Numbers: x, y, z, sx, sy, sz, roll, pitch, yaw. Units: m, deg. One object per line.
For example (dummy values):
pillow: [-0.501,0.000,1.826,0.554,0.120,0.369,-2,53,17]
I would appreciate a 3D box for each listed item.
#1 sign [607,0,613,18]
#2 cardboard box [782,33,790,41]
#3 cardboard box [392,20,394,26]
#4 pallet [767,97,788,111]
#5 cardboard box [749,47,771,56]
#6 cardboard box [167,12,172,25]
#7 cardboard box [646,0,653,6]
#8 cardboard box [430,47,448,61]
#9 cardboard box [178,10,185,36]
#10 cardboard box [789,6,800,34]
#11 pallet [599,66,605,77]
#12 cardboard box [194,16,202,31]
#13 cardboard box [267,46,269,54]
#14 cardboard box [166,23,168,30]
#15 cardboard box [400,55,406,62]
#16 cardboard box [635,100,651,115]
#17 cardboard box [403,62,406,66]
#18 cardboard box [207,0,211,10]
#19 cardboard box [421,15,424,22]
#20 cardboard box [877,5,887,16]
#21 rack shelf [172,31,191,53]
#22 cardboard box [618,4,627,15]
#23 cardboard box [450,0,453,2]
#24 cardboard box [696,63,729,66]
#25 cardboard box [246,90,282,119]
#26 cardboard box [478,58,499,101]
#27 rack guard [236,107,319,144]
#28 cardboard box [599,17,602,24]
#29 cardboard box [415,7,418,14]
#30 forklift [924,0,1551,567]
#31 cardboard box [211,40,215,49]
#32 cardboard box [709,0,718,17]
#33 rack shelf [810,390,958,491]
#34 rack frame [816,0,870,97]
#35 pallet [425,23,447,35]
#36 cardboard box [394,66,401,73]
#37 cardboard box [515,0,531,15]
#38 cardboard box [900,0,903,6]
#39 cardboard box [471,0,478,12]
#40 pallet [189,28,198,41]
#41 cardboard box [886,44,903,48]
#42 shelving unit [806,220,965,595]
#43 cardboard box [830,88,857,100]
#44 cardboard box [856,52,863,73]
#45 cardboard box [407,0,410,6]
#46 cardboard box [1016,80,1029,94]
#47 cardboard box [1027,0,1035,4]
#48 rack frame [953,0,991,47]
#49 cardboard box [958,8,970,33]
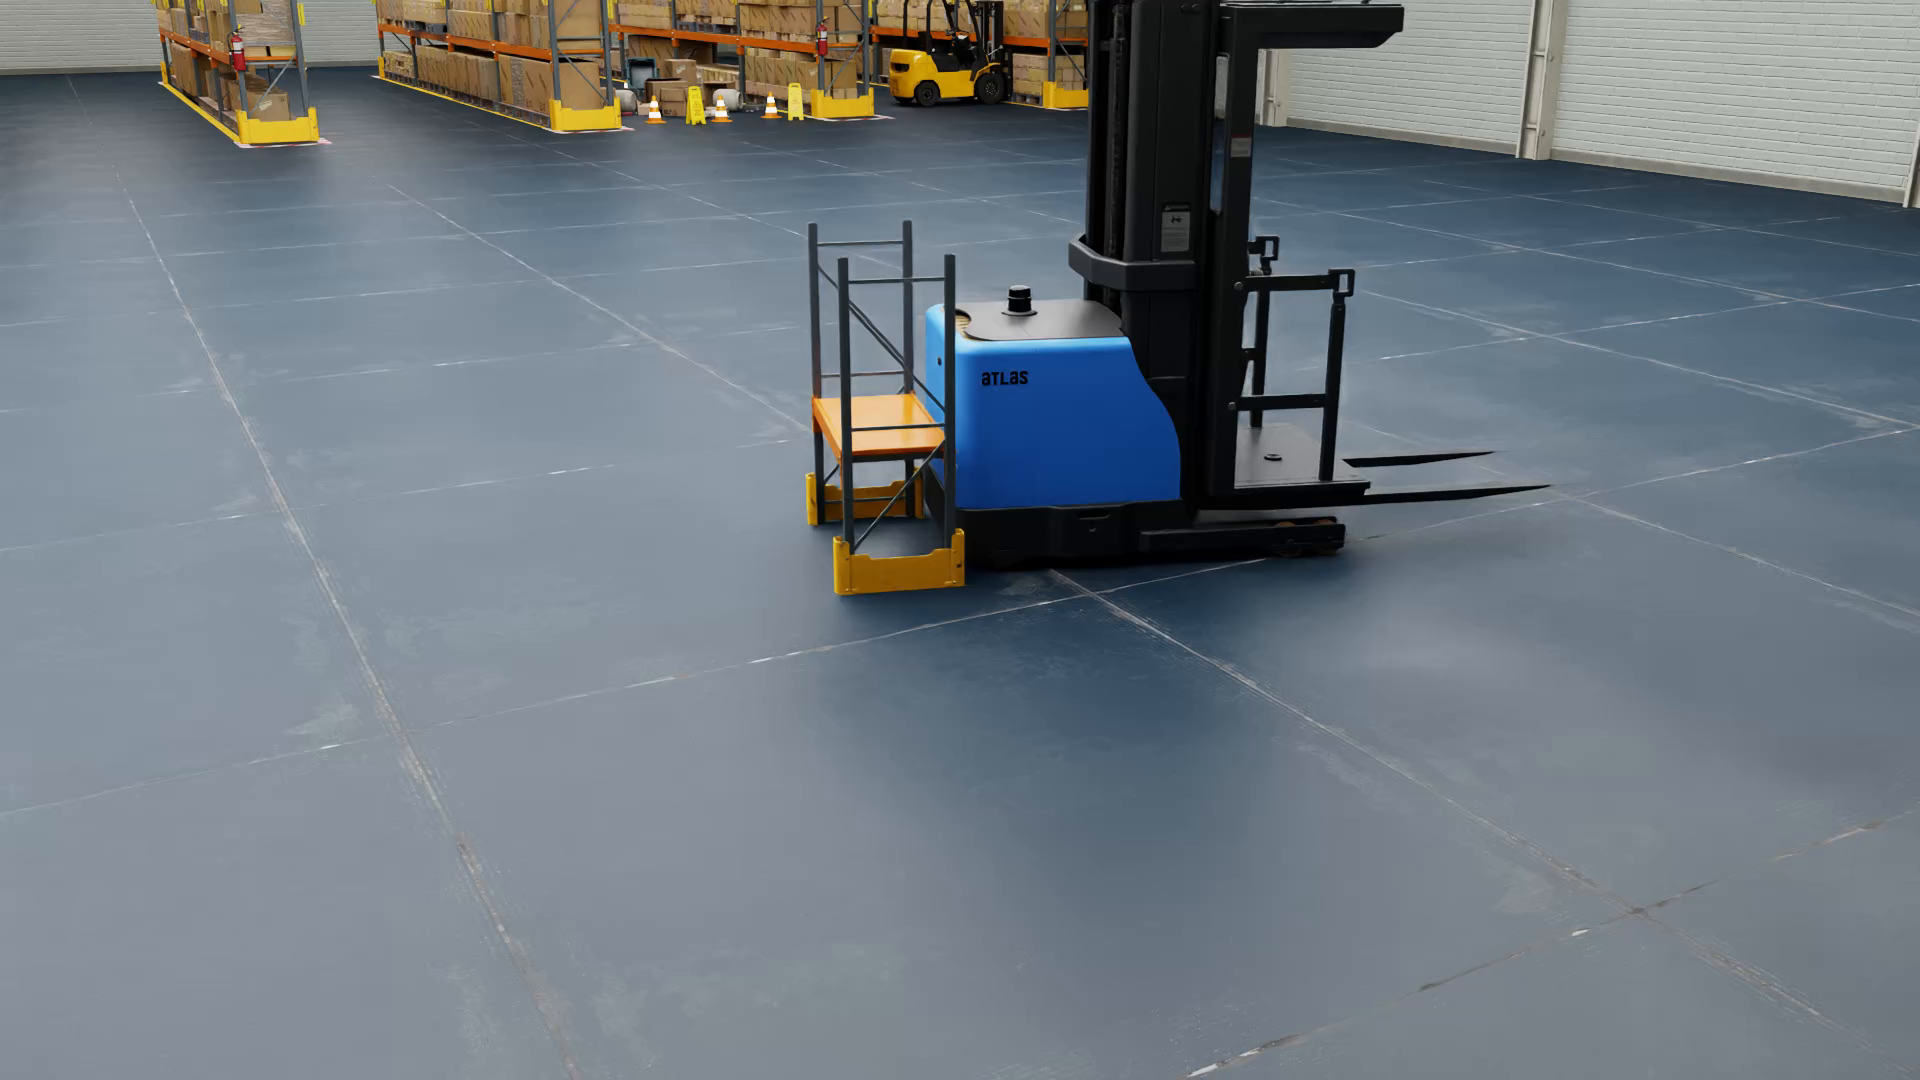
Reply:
sign: [-5.971,-9.066,28.358,0.100,0.325,0.005,-10,21,-27]
cardboard box: [-3.189,-9.643,31.863,0.380,0.149,0.250,-10,22,-27]
cardboard box: [-13.409,-12.426,39.928,0.380,0.149,0.250,-9,21,-25]
pallet: [-3.120,-8.623,32.797,1.003,0.211,1.213,-10,21,-27]
cardboard box: [-4.004,-9.783,33.311,0.380,0.149,0.250,-10,21,-26]
cardboard box: [-17.014,-11.397,36.334,0.500,0.250,0.500,-10,22,-28]
cardboard box: [-6.910,-12.545,38.202,0.500,0.500,0.500,-10,21,-27]
cardboard box: [-11.294,-10.650,36.437,0.500,0.250,0.500,-9,21,-25]
cardboard box: [-15.608,-10.536,33.912,0.500,0.500,0.500,-11,22,-28]
cardboard box: [-2.888,-9.776,31.256,0.500,0.500,0.500,-10,21,-27]
pallet: [-8.728,-12.039,42.696,1.003,0.211,1.213,-10,21,-27]
cardboard box: [-14.081,-9.703,31.239,0.500,0.250,0.500,-11,22,-28]
cardboard box: [-11.008,-7.945,26.942,0.380,0.149,0.250,-10,21,-27]
cardboard box: [-17.496,-11.454,37.112,0.380,0.149,0.250,-10,21,-26]
cardboard box: [-13.104,-11.461,39.563,0.380,0.149,0.250,-11,22,-29]
cardboard box: [-5.925,-8.183,31.438,0.396,0.266,0.258,-6,20,-17]
cardboard box: [-13.043,-11.320,39.609,0.380,0.149,0.250,-9,21,-25]
cardboard box: [-12.546,-9.293,28.321,0.500,0.500,0.500,-10,21,-27]
cardboard box: [-11.505,-11.351,36.169,0.380,0.149,0.250,-9,21,-25]
cardboard box: [-1.613,-12.394,38.913,0.500,0.250,0.500,-10,21,-27]
rack shelf: [-15.624,-10.326,34.562,1.077,0.370,4.000,-10,21,-27]
cardboard box: [-7.892,-12.771,40.007,0.500,0.250,0.500,-11,22,-28]
cardboard box: [-10.936,-11.732,36.363,0.380,0.149,0.250,-9,21,-25]
cardboard box: [-5.693,-10.420,37.115,0.950,0.372,0.625,-12,22,-30]
cardboard box: [-11.471,-7.161,27.474,0.500,0.500,0.500,-4,20,-12]
cardboard box: [-8.736,-8.983,32.370,1.050,0.750,0.750,-10,21,-27]
rack guard: [-10.912,-6.636,26.596,1.175,0.500,0.348,-10,21,-27]
cardboard box: [-8.798,-13.205,41.649,0.500,0.500,0.500,-10,22,-27]
cardboard box: [-11.751,-11.640,36.551,0.380,0.149,0.250,-10,22,-28]
forklift: [1.381,-1.471,7.901,3.031,2.935,1.130,-3,19,-9]
cardboard box: [-12.830,-8.643,28.966,0.380,0.149,0.250,-10,21,-27]
cardboard box: [-4.951,-11.254,34.894,0.500,0.500,0.500,-9,21,-25]
rack shelf: [-0.373,-0.480,7.773,0.538,0.185,1.000,-4,19,-11]
rack frame: [-2.154,-9.331,30.574,1.000,3.000,0.127,-10,21,-27]
pallet: [-10.693,-10.929,35.500,1.213,0.211,1.003,-10,21,-27]
cardboard box: [-13.501,-11.413,40.333,0.380,0.149,0.250,-11,22,-29]
cardboard box: [-7.459,-9.686,29.719,0.875,0.550,0.500,-10,21,-27]
cardboard box: [-1.141,-12.327,38.110,0.380,0.149,0.250,-10,21,-26]
cardboard box: [-9.327,-10.783,33.095,0.700,0.500,0.500,-10,22,-27]
pallet: [-14.242,-9.814,32.267,1.213,0.211,1.003,-10,21,-27]
cardboard box: [-1.560,-11.919,40.268,0.380,0.149,0.250,-9,21,-24]
shelving unit: [-0.375,-0.652,7.723,0.587,1.500,1.083,-4,19,-11]
cardboard box: [-2.294,-8.504,31.749,0.500,0.250,0.500,-10,21,-27]
cardboard box: [-2.205,-11.648,40.476,0.500,0.500,0.500,-10,22,-27]
cardboard box: [-12.121,-12.004,37.149,0.380,0.149,0.250,-10,21,-26]
cardboard box: [1.484,-9.230,33.852,0.500,0.250,0.500,-10,21,-27]
cardboard box: [1.564,-10.802,33.235,0.380,0.149,0.250,-9,21,-25]
rack frame: [0.313,-11.249,36.133,1.000,3.000,0.127,-10,21,-27]
cardboard box: [0.294,-11.129,35.630,0.500,0.500,0.500,-11,22,-28]
